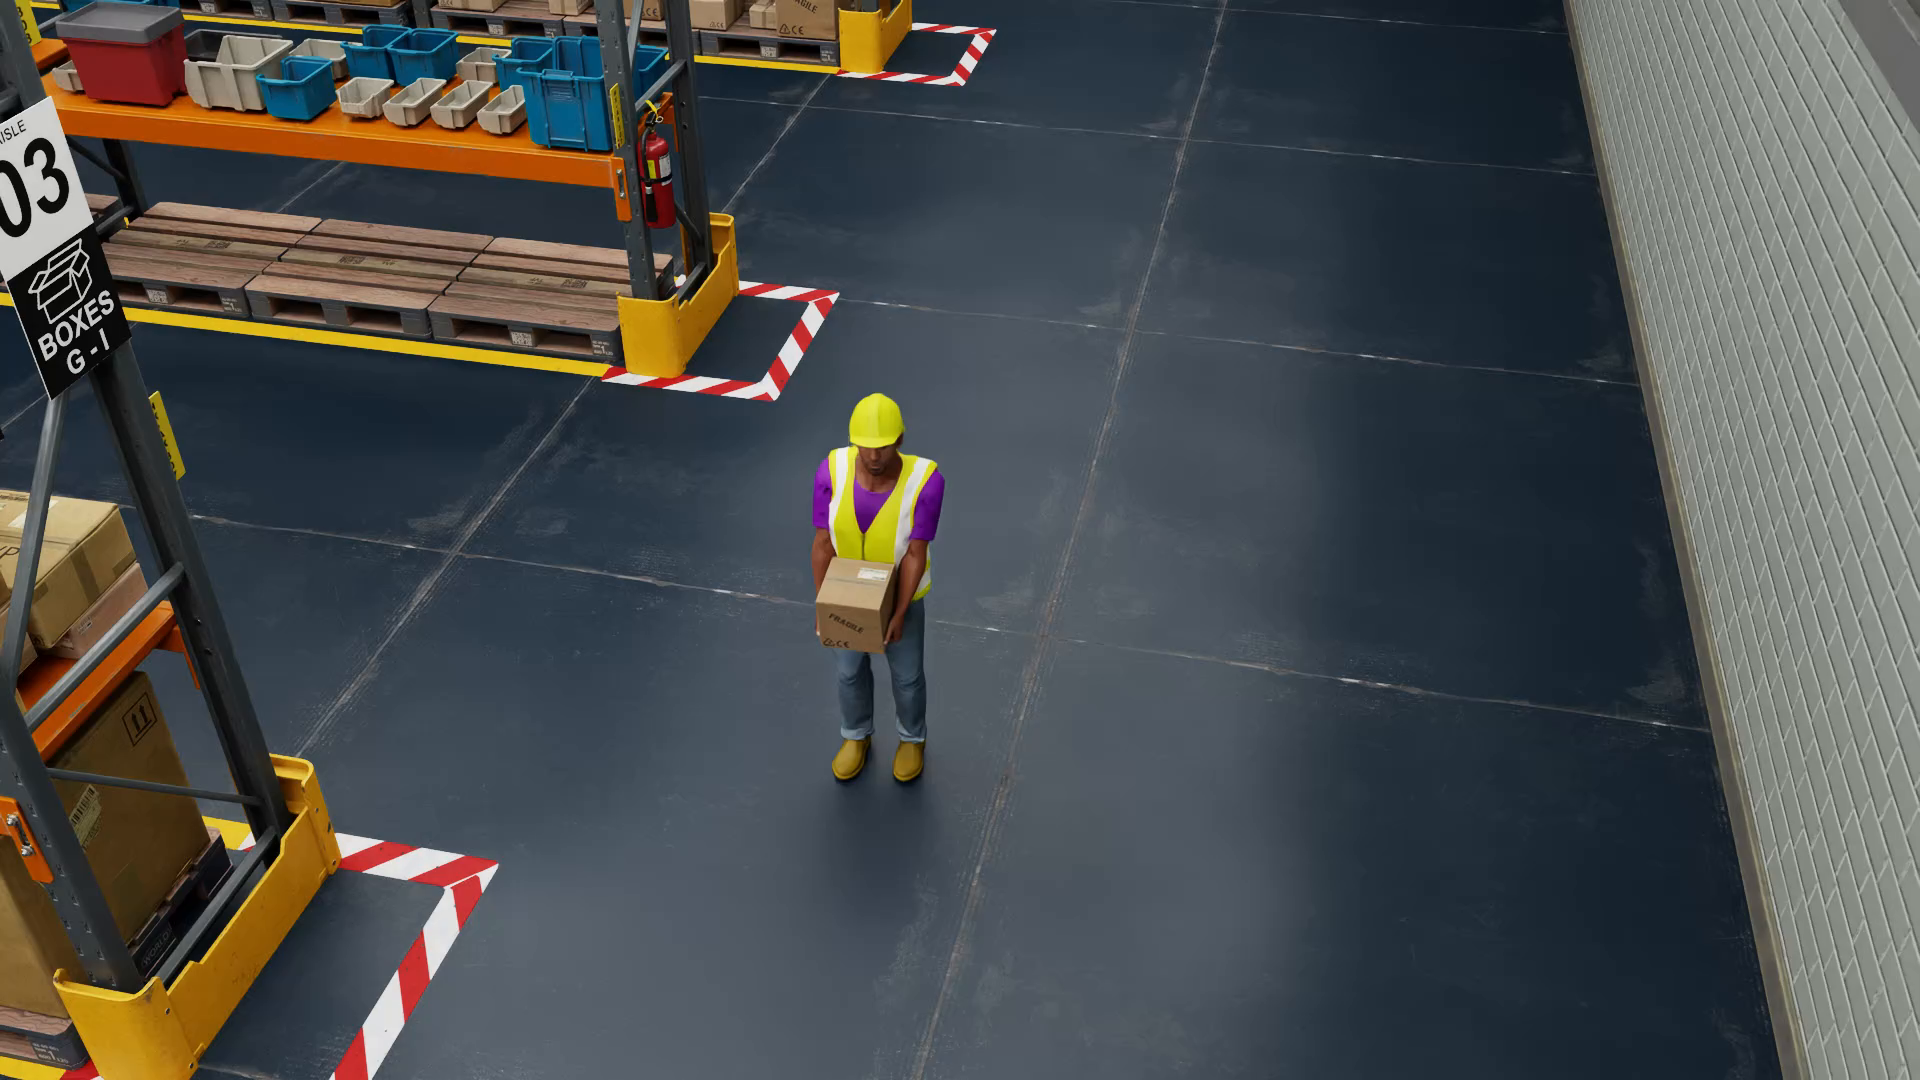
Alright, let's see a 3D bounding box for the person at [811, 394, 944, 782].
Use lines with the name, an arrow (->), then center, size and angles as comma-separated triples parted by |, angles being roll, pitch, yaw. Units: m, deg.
person -> -0.341, 0.256, 6.599 | 0.505, 1.763, 0.567 | 7, 37, 10
